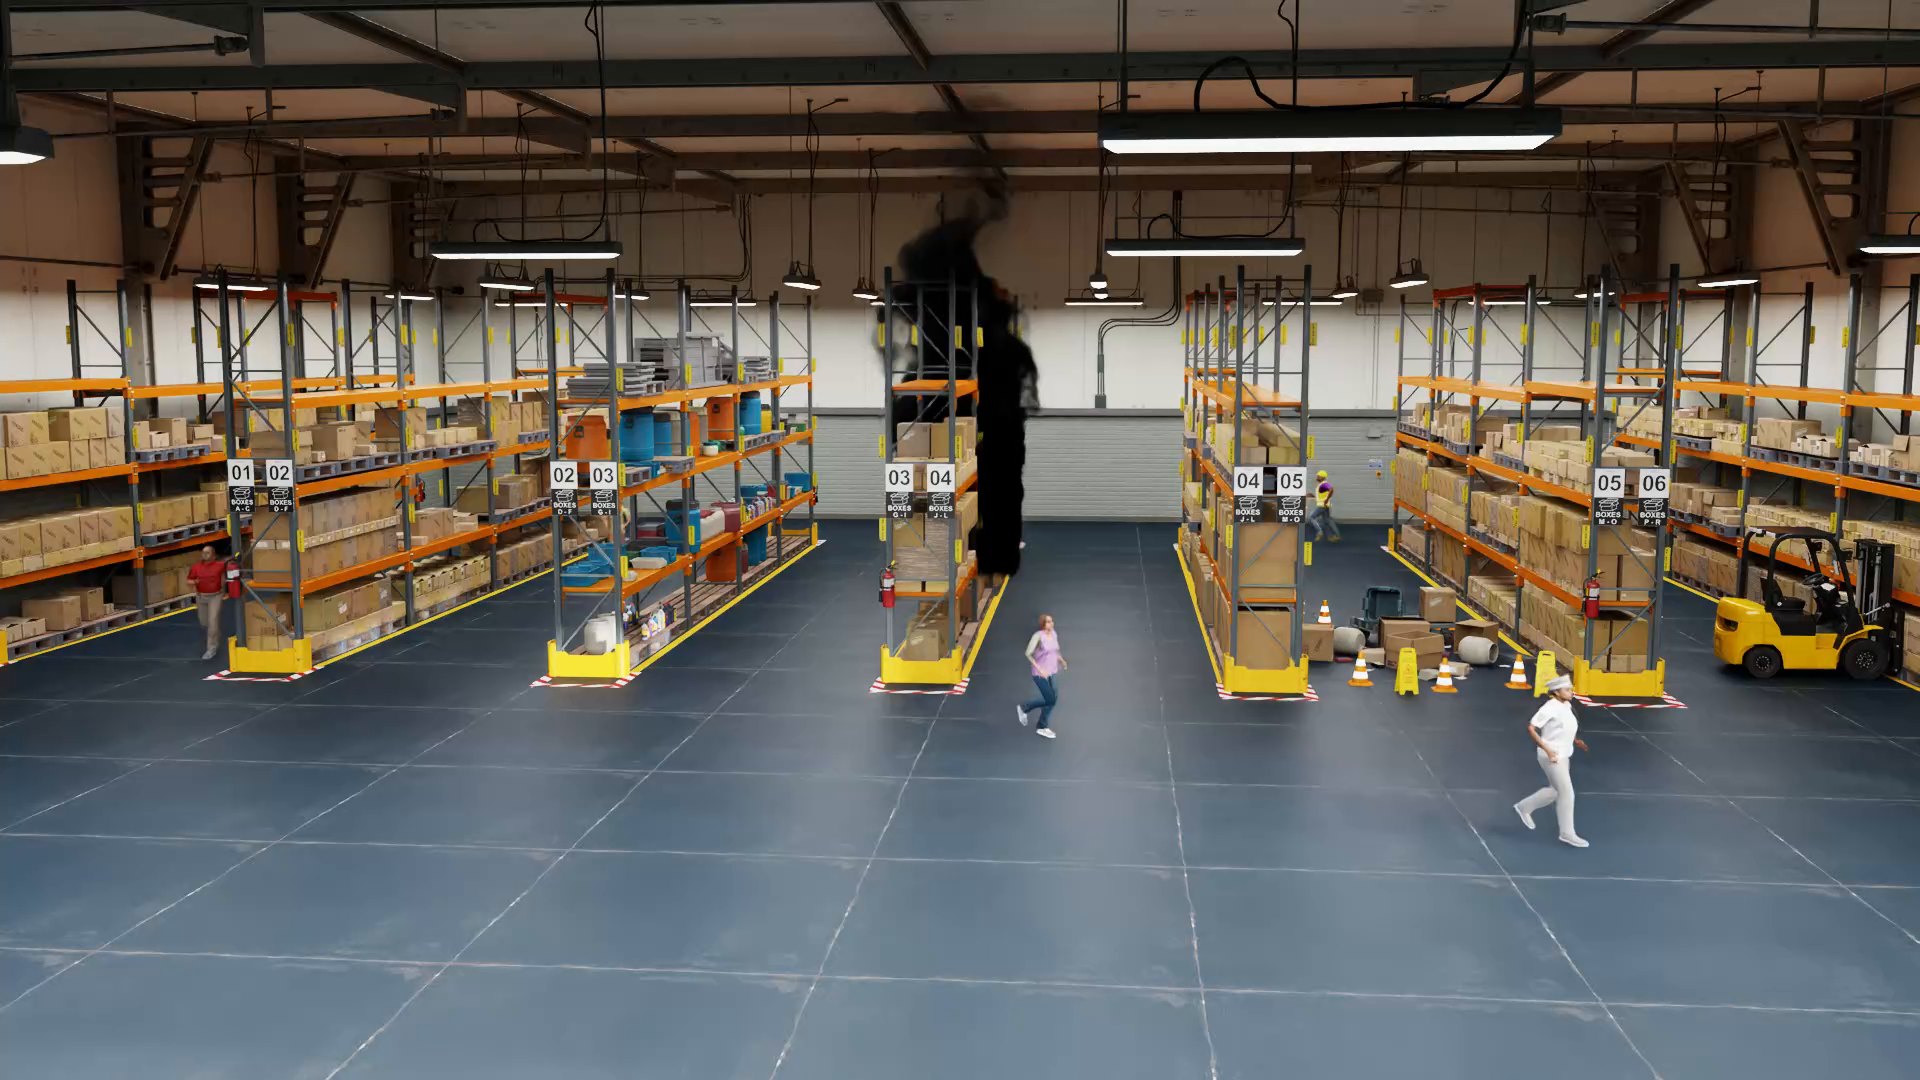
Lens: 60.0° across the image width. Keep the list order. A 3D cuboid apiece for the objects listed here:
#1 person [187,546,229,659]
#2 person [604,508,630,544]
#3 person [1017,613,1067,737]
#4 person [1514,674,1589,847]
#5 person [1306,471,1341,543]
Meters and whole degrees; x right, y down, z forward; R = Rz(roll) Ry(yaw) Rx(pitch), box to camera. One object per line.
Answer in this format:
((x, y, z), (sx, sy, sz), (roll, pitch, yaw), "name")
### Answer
((-11.821, 0.947, 26.217), (0.662, 1.715, 0.987), (0, 7, -2), "person")
((-7.395, -0.155, 35.844), (0.580, 1.619, 0.609), (0, 7, 2), "person")
((1.051, 1.694, 21.026), (0.586, 1.572, 0.532), (6, 9, 42), "person")
((5.914, 2.158, 16.567), (0.788, 1.689, 0.597), (6, 9, 42), "person")
((8.861, -0.804, 40.621), (0.873, 1.772, 0.711), (2, 7, 19), "person")
